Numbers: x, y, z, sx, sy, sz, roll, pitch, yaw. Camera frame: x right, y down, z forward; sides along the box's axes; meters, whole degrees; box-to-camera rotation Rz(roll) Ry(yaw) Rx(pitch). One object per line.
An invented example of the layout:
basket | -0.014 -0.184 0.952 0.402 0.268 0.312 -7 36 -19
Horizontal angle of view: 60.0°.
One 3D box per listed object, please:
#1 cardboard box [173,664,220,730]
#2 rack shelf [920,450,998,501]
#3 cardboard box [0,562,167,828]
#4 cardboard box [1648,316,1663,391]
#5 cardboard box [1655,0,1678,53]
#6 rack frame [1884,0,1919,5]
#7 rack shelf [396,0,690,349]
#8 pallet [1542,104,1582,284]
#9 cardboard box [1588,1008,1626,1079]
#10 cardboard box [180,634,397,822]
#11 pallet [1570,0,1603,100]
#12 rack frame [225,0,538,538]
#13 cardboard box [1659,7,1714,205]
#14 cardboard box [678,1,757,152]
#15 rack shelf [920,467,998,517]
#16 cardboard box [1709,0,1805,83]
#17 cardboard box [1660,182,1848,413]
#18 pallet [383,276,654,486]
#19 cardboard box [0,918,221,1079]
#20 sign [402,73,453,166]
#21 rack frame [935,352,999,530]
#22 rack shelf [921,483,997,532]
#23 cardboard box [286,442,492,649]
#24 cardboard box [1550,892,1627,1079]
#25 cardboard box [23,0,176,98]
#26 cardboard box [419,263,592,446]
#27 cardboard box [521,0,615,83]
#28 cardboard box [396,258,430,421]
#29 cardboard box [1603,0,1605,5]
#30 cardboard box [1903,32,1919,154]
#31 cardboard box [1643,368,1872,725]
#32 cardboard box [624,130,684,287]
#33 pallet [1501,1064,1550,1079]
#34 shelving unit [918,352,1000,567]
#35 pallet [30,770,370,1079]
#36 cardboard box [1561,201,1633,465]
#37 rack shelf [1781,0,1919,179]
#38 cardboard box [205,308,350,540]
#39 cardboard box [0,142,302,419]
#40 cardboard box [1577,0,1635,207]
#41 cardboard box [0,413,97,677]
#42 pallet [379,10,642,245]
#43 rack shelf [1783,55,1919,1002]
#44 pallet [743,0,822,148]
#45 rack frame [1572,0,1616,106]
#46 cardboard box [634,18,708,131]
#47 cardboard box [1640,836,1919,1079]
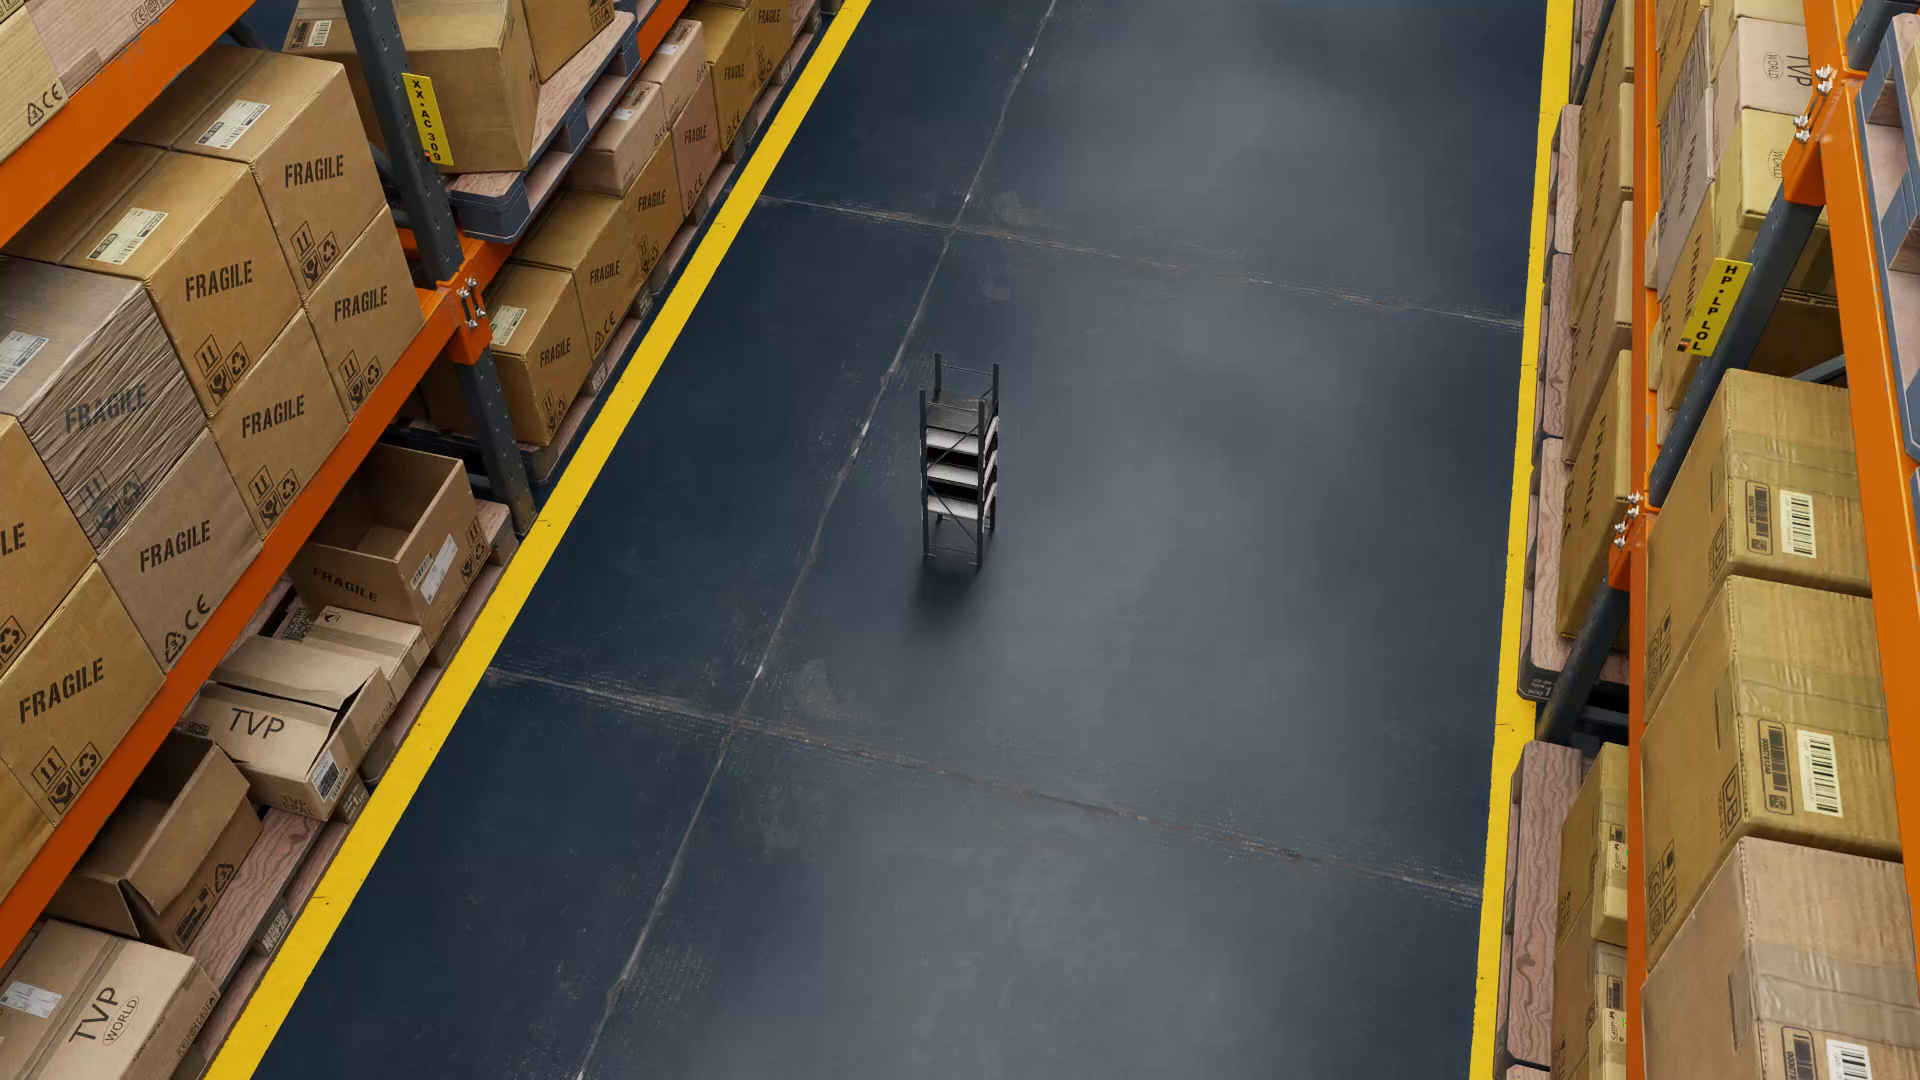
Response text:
cardboard box | -2.749 0.537 5.791 0.380 0.166 0.250 12 50 10
rack shelf | -0.002 -0.270 6.351 0.258 0.077 0.200 12 50 10
cardboard box | -2.495 0.349 4.293 0.500 0.500 0.500 12 50 11
cardboard box | 2.428 -0.580 5.334 0.380 0.149 0.250 12 50 11
cardboard box | 2.968 -2.164 6.300 0.500 0.500 0.500 11 50 10
rack frame | 2.568 -2.154 2.568 1.000 3.000 0.127 12 50 10
rack shelf | -1.685 -2.352 7.224 1.077 0.370 4.000 12 50 10
pallet | 3.341 -1.584 7.926 1.003 0.211 1.213 12 50 10
cardboard box | 1.869 1.415 4.374 0.380 0.149 0.250 10 49 9
cardboard box | -2.285 0.611 5.629 0.500 0.311 0.500 12 50 10
pallet | 3.828 -2.704 8.915 1.003 0.211 1.213 12 50 10
rack frame | -2.212 -1.144 5.678 1.000 3.000 0.127 12 50 10
cardboard box | 2.712 -1.423 5.646 0.500 0.500 0.500 12 50 10
cardboard box | -1.315 -2.258 8.035 0.500 0.500 0.500 10 49 9
rack shelf | -0.002 -0.210 6.419 0.258 0.077 0.200 12 50 10
cardboard box | 2.723 -1.680 5.373 0.500 0.250 0.500 12 50 11
cardboard box | 2.447 -0.691 4.999 0.500 0.500 0.500 11 49 9
pallet | -2.034 -0.817 7.249 1.003 0.211 1.213 12 50 10
cardboard box | -2.585 1.453 4.926 0.500 0.250 0.500 12 50 10
sign | -1.686 -1.329 5.264 0.100 0.325 0.005 12 50 10
rack frame | 0.025 -0.365 6.391 0.240 0.900 0.006 12 50 10
rack shelf | -0.002 -0.151 6.486 0.258 0.077 0.200 12 50 10
cardboard box | -2.088 0.006 6.037 0.500 0.500 0.500 12 50 10
cardboard box | 2.137 1.403 4.817 0.700 0.500 0.500 11 50 10
cardboard box | -2.225 -1.323 3.935 0.500 0.250 0.500 12 50 10
cardboard box | -1.849 -0.764 6.716 0.500 0.500 0.500 10 49 8
cardboard box | -1.751 -2.124 6.196 0.700 0.500 0.500 19 51 16
cardboard box | -2.358 -0.876 6.815 0.500 0.500 0.500 11 50 10
cardboard box | 3.760 -2.912 8.612 0.700 0.500 0.500 12 50 11
cardboard box | 2.132 -0.836 3.159 0.500 0.250 0.500 11 50 10
cardboard box | 2.410 0.121 4.361 0.980 0.700 0.700 12 50 11
cardboard box | -1.581 -1.512 7.377 0.500 0.500 0.500 12 50 10
pallet | 1.974 2.174 4.610 1.003 0.211 1.213 12 50 10
shelving unit | -0.002 -0.292 6.326 0.258 0.900 0.210 12 50 10
pallet | -2.713 1.161 5.504 1.003 0.211 1.213 12 50 10
cardboard box | 2.845 -0.736 6.471 0.750 0.750 0.750 13 50 11
rack shelf | 3.095 -2.370 5.239 1.077 0.370 4.000 12 50 10
cardboard box | -2.230 -0.392 4.947 0.500 0.500 0.500 13 50 11
cardboard box | -2.227 -0.720 4.570 0.500 0.500 0.500 11 49 9
cardboard box | 3.301 -1.984 7.573 0.750 0.750 0.750 11 49 10
cardboard box | -2.494 0.008 3.927 0.500 0.500 0.500 11 50 10
pallet | -1.896 -1.637 6.241 1.003 0.211 1.213 12 50 10
rack shelf | 2.042 0.523 2.686 1.077 0.370 4.000 12 50 10
pallet | -1.392 -2.582 8.807 1.003 0.211 1.213 12 50 10
rack frame | 3.621 -3.062 7.371 1.000 3.000 0.127 12 50 10
cardboard box | -1.455 -2.098 7.394 0.500 0.250 0.500 11 49 9
cardboard box | 2.030 1.176 3.430 0.980 0.700 0.700 9 49 8
